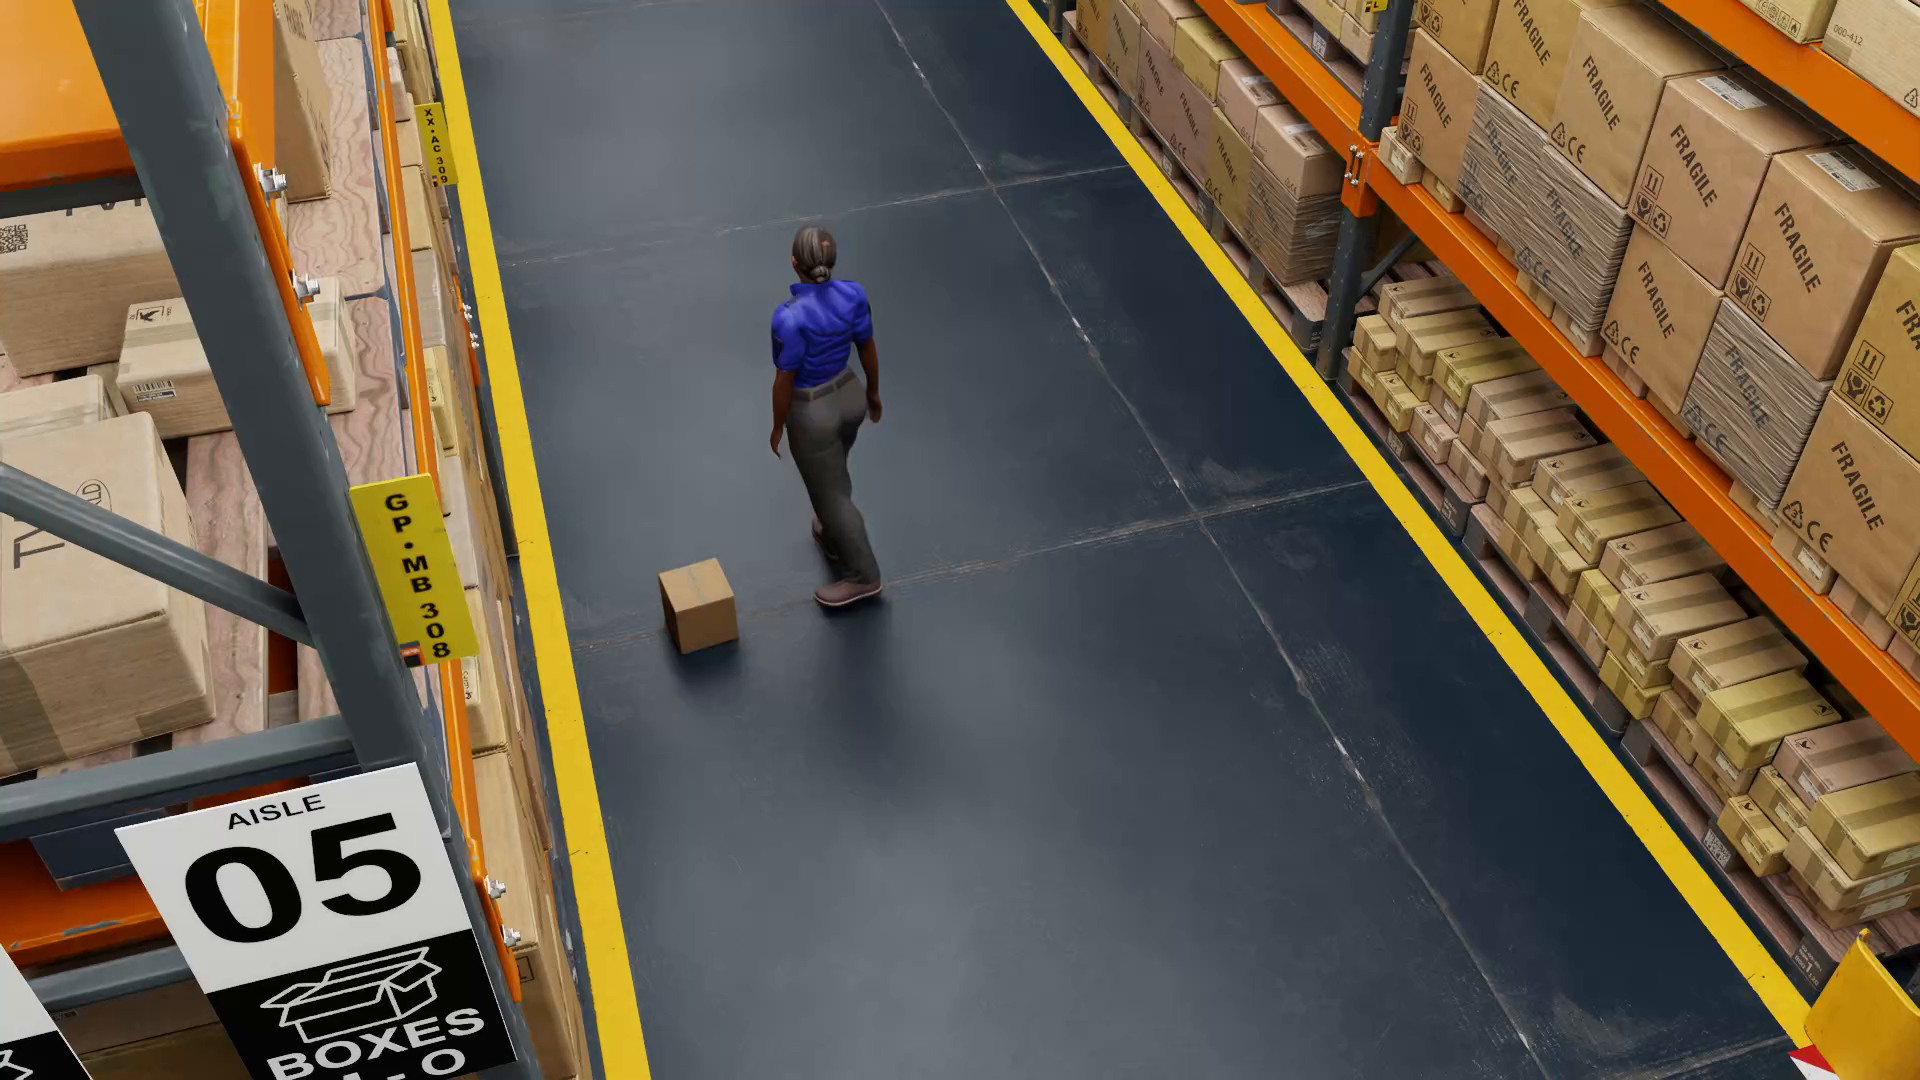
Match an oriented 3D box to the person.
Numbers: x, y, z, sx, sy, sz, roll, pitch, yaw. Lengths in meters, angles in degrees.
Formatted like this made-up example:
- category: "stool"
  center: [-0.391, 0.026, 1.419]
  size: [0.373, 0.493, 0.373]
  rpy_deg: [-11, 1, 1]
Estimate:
- category: "person"
  center: [-0.512, -0.499, 6.716]
  size: [0.577, 1.647, 0.526]
  rpy_deg: [33, 52, 31]
